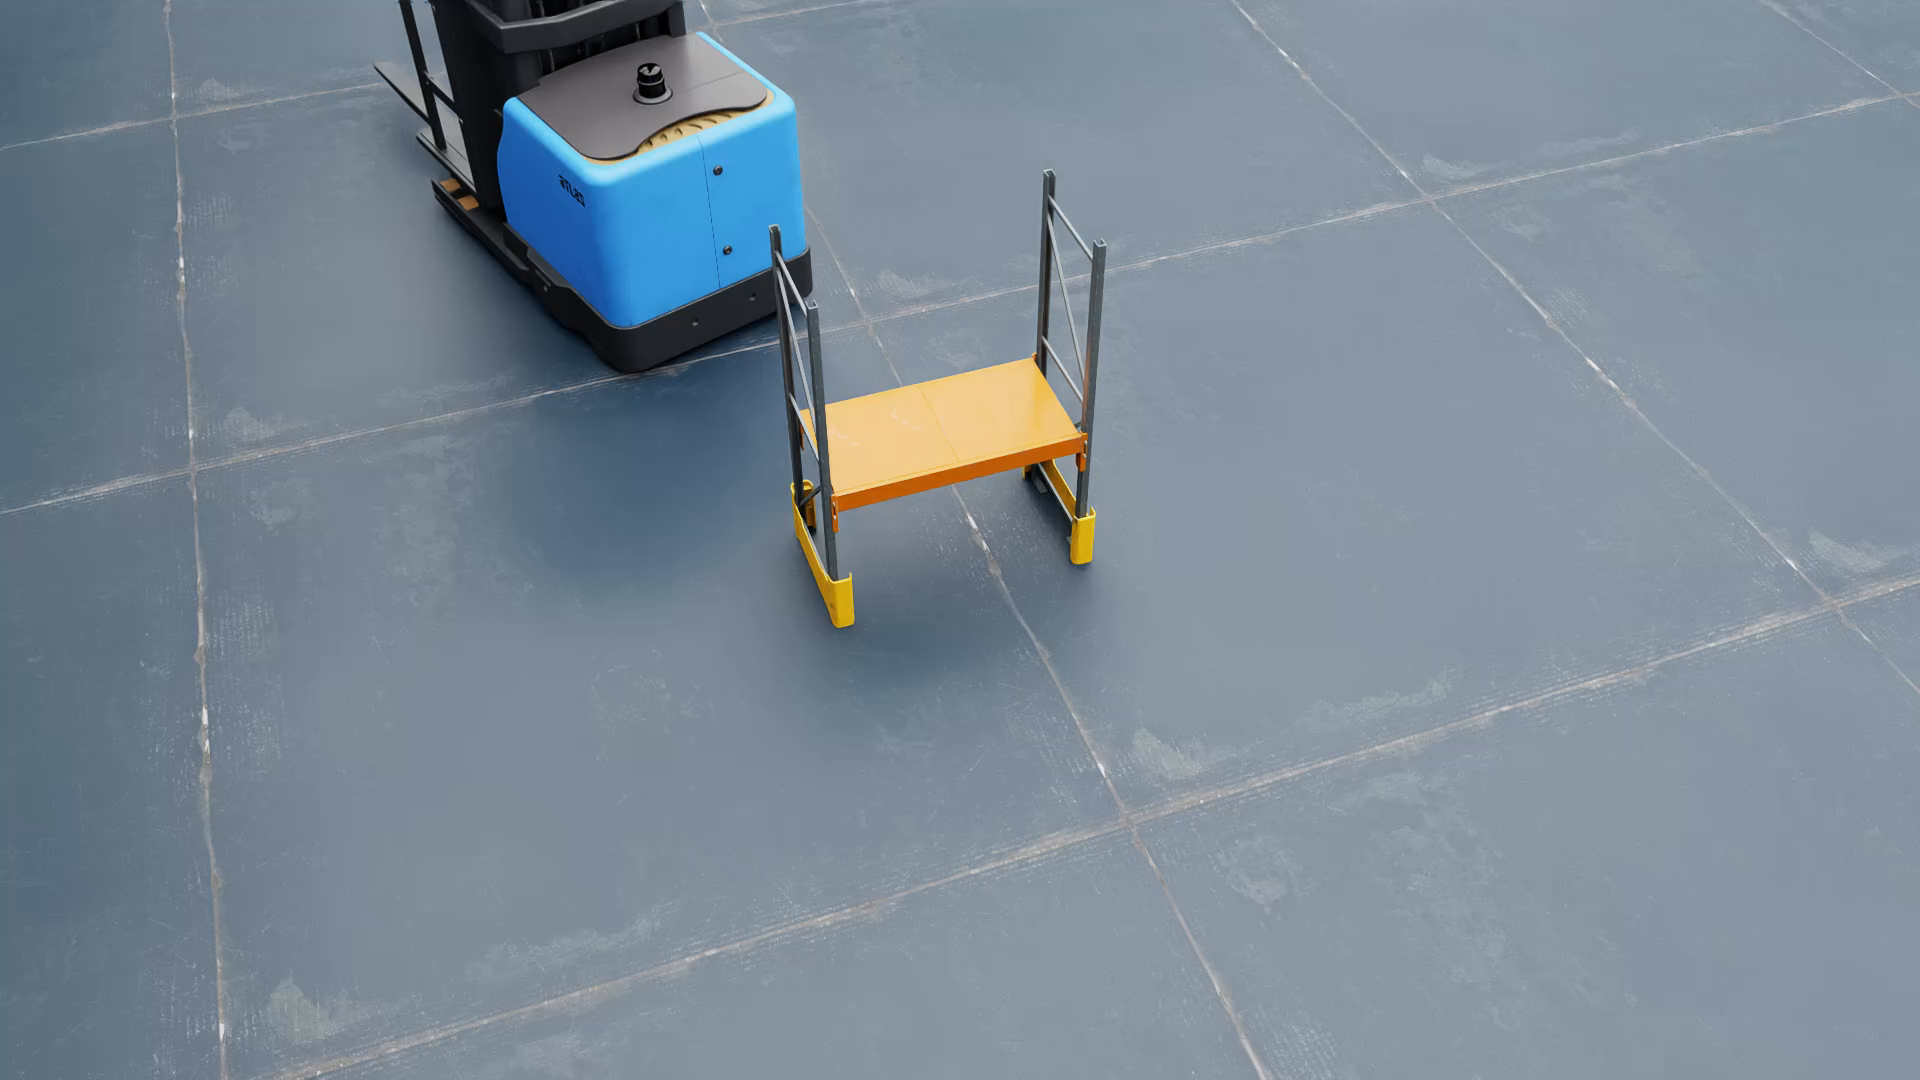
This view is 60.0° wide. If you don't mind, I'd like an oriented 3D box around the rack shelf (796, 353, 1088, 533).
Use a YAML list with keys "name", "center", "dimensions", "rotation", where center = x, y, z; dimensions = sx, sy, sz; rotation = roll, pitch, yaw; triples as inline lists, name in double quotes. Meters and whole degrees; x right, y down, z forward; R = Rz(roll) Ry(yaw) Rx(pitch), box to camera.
- name: "rack shelf"
  center: [-0.080, -0.382, 6.326]
  dimensions: [1.000, 0.185, 0.538]
  rotation: [-14, 47, -14]

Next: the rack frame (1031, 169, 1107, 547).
- name: "rack frame"
  center: [0.398, -0.631, 6.320]
  dimensions: [0.032, 1.500, 0.500]
  rotation: [-14, 47, -14]

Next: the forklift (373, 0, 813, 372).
- name: "forklift"
  center: [-1.993, -2.775, 7.447]
  dimensions: [1.130, 2.935, 3.031]
  rotation: [-29, 52, -26]

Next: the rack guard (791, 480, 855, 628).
- name: "rack guard"
  center: [-0.540, 0.050, 6.524]
  dimensions: [0.087, 0.250, 0.587]
  rotation: [-14, 47, -14]

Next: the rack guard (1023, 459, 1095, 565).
- name: "rack guard"
  center: [0.397, -0.190, 6.763]
  dimensions: [0.087, 0.250, 0.587]
  rotation: [-14, 47, -14]

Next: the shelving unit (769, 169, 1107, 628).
- name: "shelving unit"
  center: [-0.072, -0.511, 6.201]
  dimensions: [1.083, 1.500, 0.587]
  rotation: [-14, 47, -14]

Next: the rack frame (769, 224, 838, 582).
- name: "rack frame"
  center: [-0.558, -0.387, 6.076]
  dimensions: [0.032, 1.500, 0.500]
  rotation: [-14, 47, -14]
